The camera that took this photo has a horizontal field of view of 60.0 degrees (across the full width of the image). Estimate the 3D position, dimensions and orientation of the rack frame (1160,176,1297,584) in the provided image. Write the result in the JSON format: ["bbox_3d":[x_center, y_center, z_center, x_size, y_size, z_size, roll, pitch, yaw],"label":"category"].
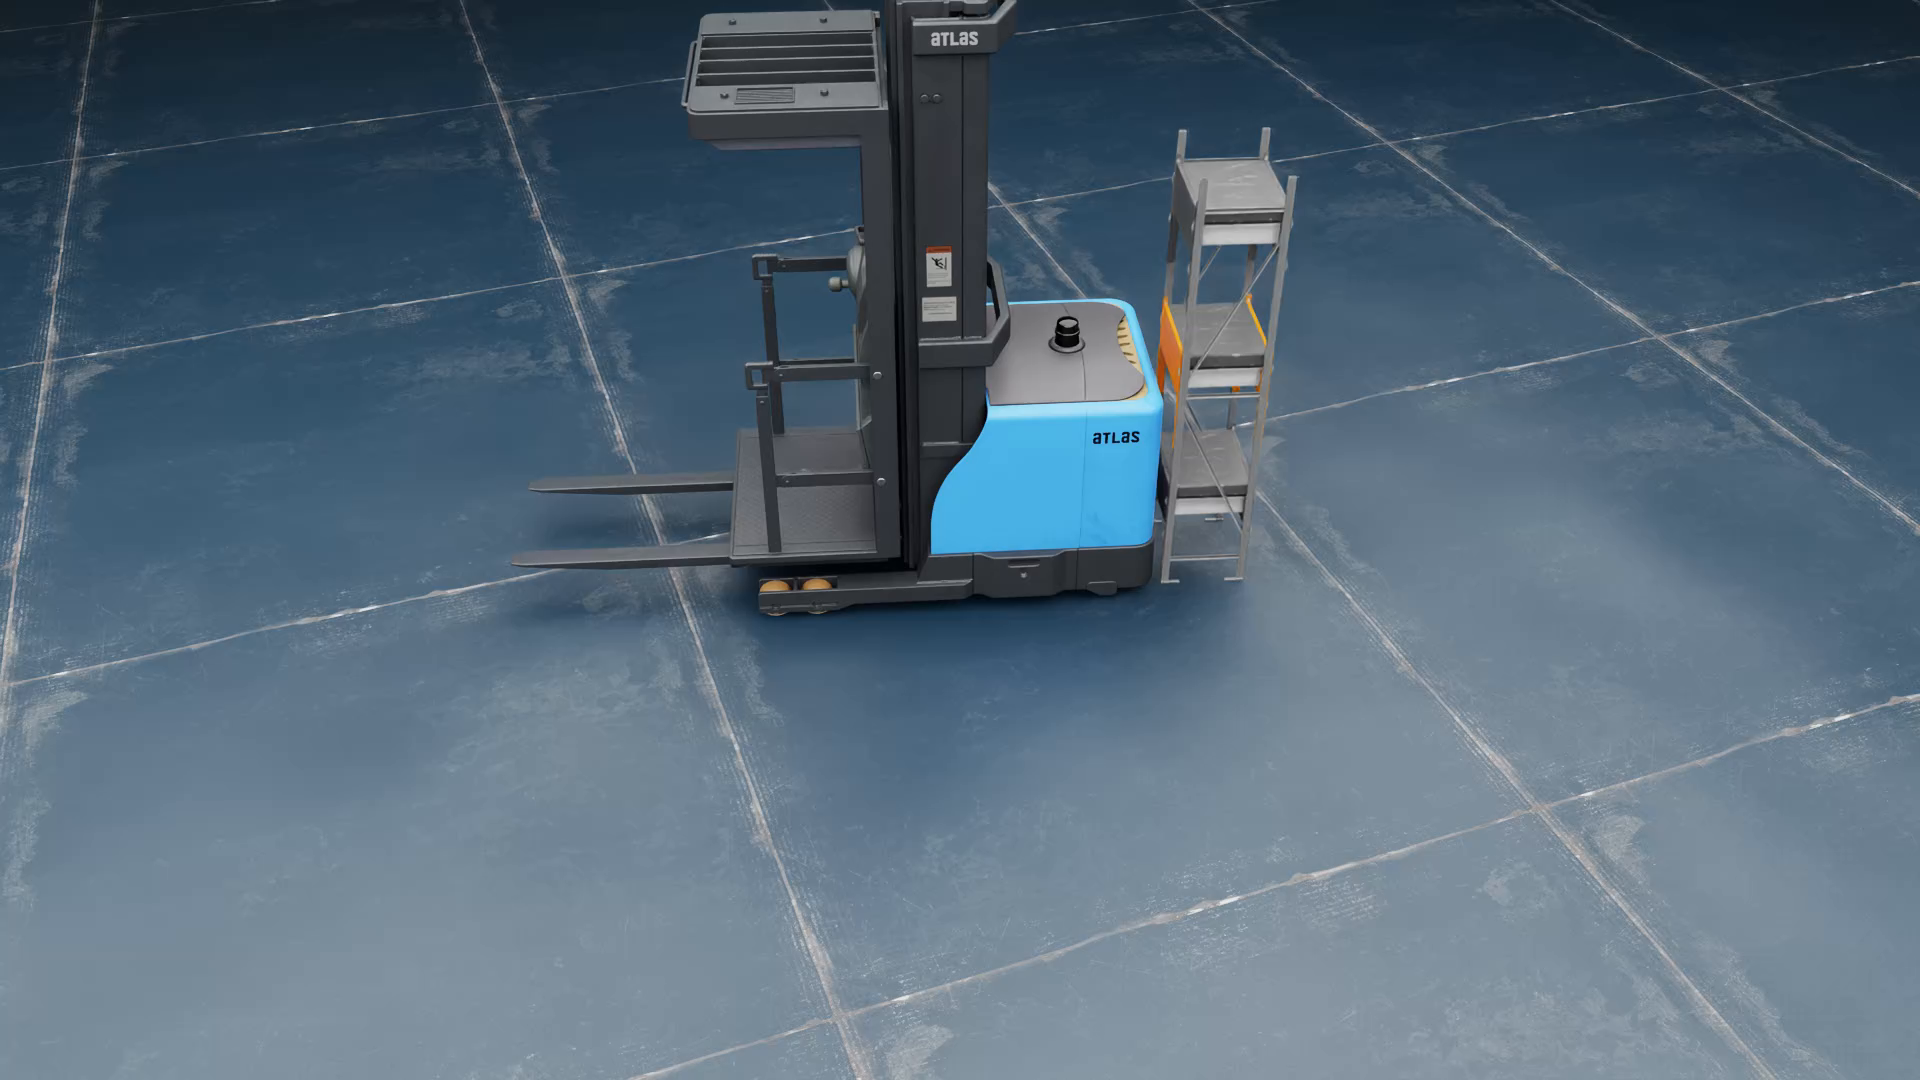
[{"bbox_3d":[1.172,-0.638,7.411,0.400,2.100,0.015,-2,37,-3],"label":"rack frame"}]

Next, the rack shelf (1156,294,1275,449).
[{"bbox_3d":[1.155,-0.774,7.614,0.431,0.518,0.480,-2,37,-3],"label":"rack shelf"}]

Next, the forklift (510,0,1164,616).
[{"bbox_3d":[-0.621,-1.145,7.394,3.031,2.935,1.130,-2,37,-3],"label":"forklift"}]

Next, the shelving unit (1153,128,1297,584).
[{"bbox_3d":[1.155,-0.785,7.605,0.431,2.100,0.503,-2,37,-3],"label":"shelving unit"}]

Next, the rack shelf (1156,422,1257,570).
[{"bbox_3d":[1.152,-0.215,8.035,0.431,0.518,0.480,-2,37,-3],"label":"rack shelf"}]

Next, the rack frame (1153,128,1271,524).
[{"bbox_3d":[1.137,-0.931,7.800,0.400,2.100,0.015,-2,37,-3],"label":"rack frame"}]

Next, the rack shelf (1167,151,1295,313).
[{"bbox_3d":[1.158,-1.333,7.193,0.431,0.518,0.480,-2,37,-3],"label":"rack shelf"}]
